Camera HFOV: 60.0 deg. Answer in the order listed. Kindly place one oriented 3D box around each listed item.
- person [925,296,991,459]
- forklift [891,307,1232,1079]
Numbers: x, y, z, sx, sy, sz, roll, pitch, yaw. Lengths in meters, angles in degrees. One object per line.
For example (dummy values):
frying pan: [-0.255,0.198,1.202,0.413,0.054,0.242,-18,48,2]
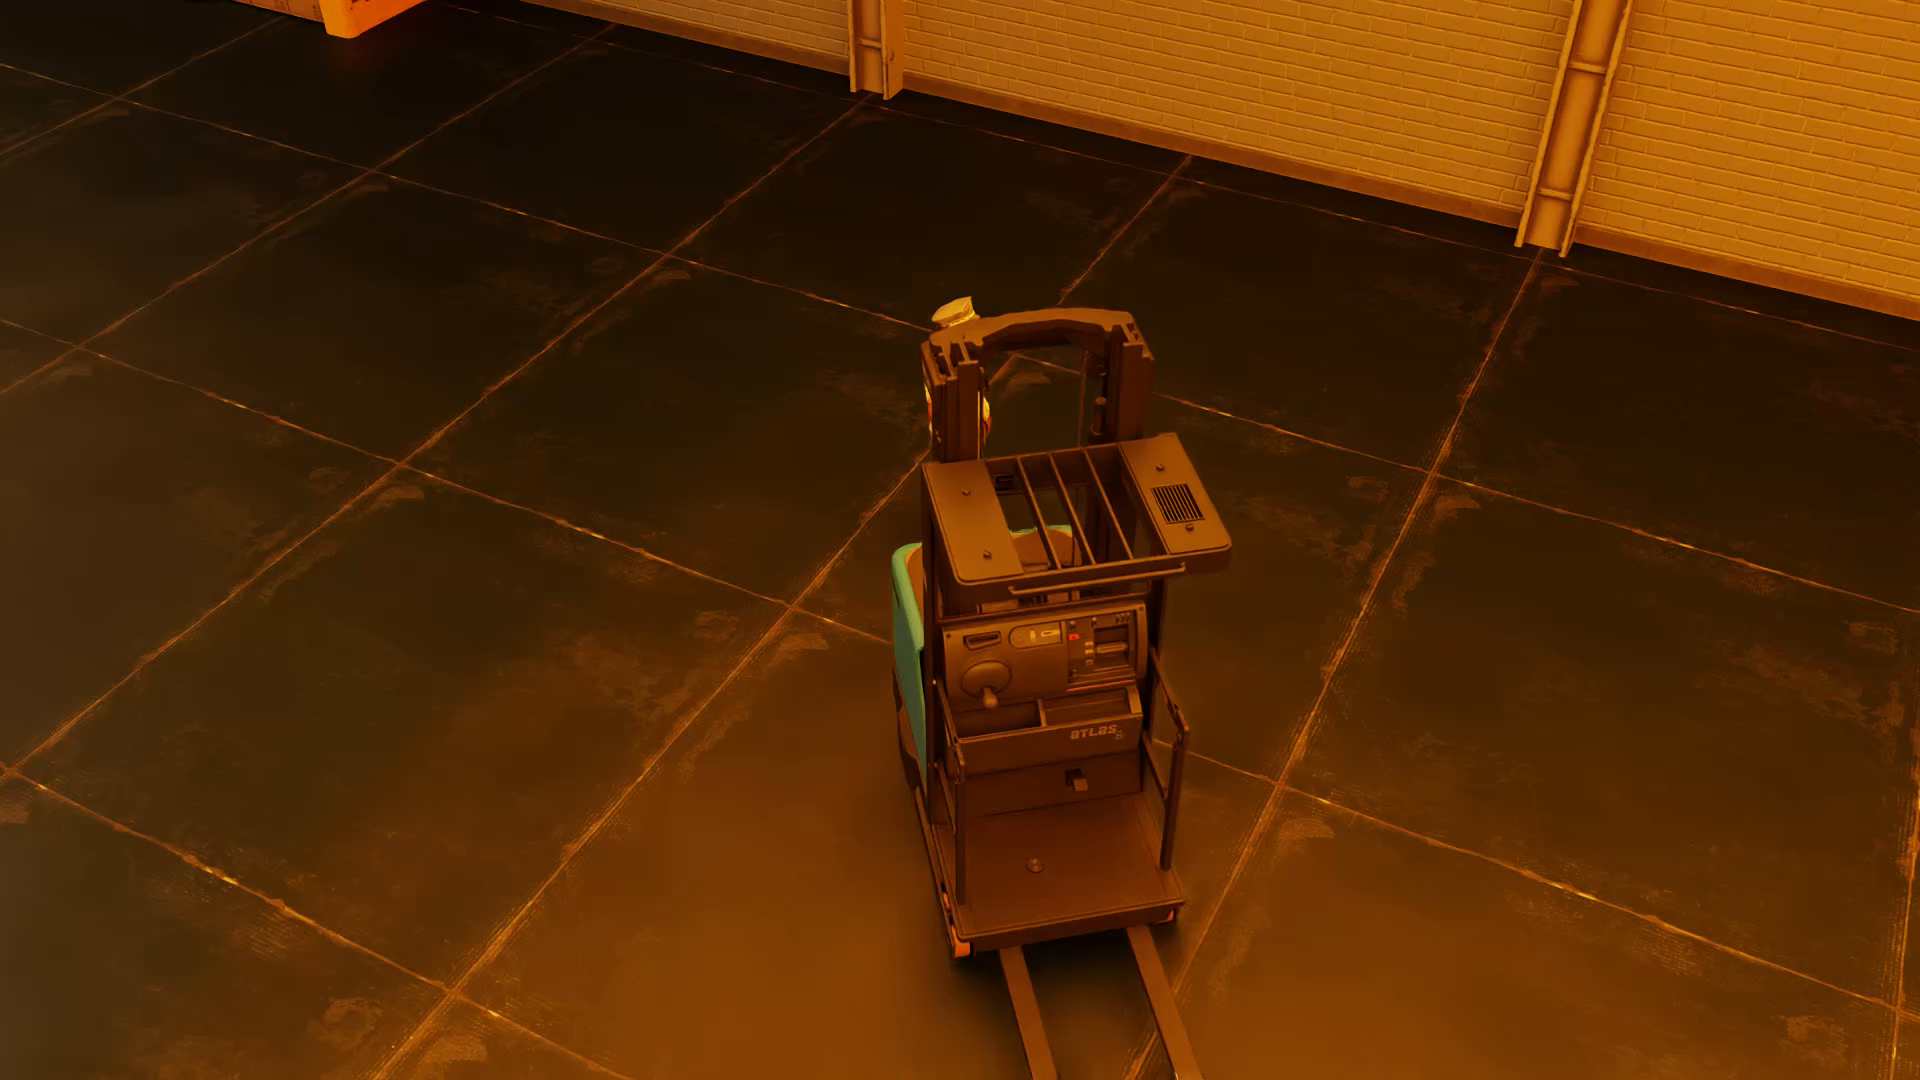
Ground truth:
person: [0.057,-0.620,9.672,0.530,1.694,0.569,18,43,21]
forklift: [0.431,0.595,7.280,1.130,2.935,3.031,-8,41,-9]
